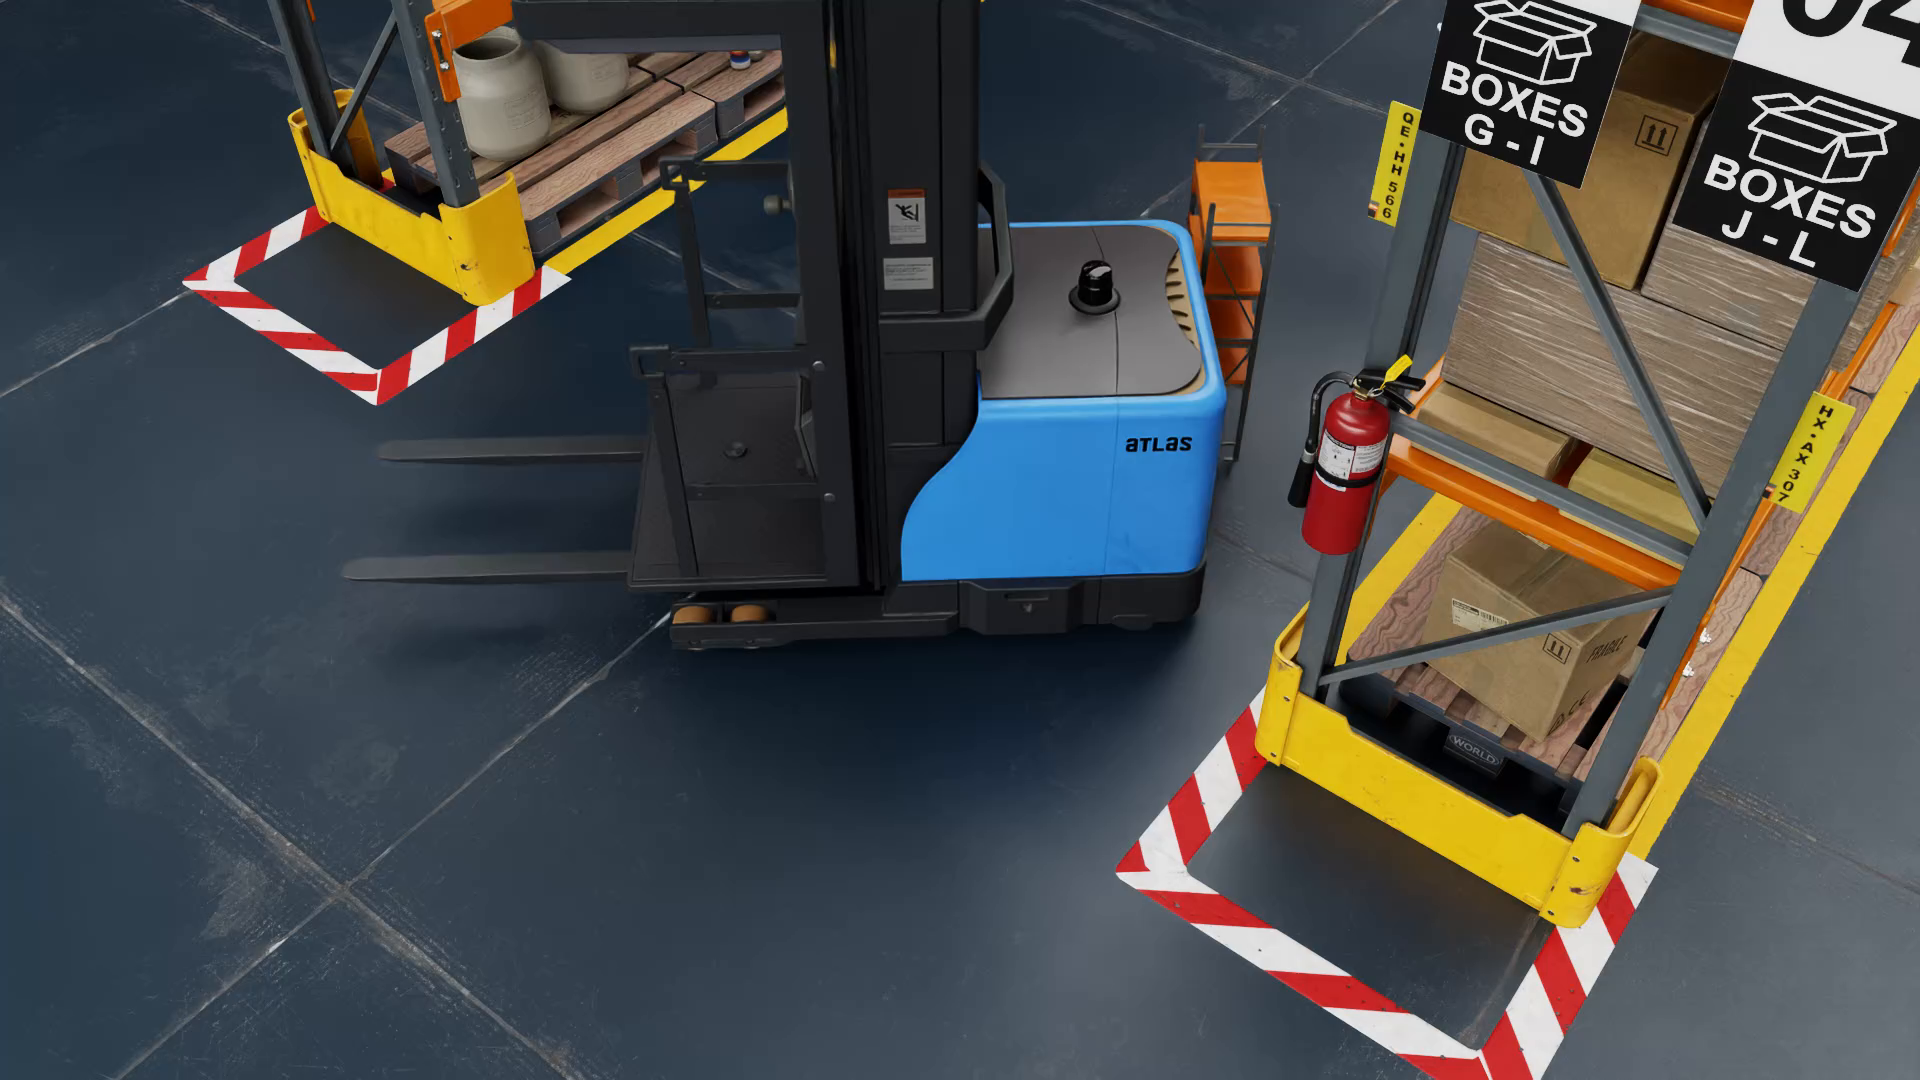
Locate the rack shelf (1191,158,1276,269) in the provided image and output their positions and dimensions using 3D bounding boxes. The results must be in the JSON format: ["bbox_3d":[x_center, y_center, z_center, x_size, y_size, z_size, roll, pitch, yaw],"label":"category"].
[{"bbox_3d":[0.981,-1.181,6.005,0.258,0.148,0.480,1,46,1],"label":"rack shelf"}]

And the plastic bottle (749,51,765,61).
[{"bbox_3d":[-1.016,-2.470,8.166,0.097,0.201,0.097,0,46,0],"label":"plastic bottle"}]

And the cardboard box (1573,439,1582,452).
[{"bbox_3d":[1.649,-0.446,4.776,0.380,0.149,0.250,29,53,25],"label":"cardboard box"}]

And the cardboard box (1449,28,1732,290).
[{"bbox_3d":[1.626,-1.043,4.205,0.500,0.500,0.500,29,53,25],"label":"cardboard box"}]

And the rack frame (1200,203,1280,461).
[{"bbox_3d":[0.975,-0.733,6.120,0.240,1.200,0.015,1,46,1],"label":"rack frame"}]

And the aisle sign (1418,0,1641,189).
[{"bbox_3d":[1.210,-1.131,3.458,0.394,0.787,0.004,29,53,25],"label":"aisle sign"}]

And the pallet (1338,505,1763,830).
[{"bbox_3d":[2.056,0.335,5.784,1.003,0.211,1.213,29,53,25],"label":"pallet"}]

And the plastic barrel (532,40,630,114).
[{"bbox_3d":[-1.786,-2.308,7.811,0.421,0.512,0.421,0,46,0],"label":"plastic barrel"}]

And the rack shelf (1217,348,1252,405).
[{"bbox_3d":[0.981,-0.726,6.481,0.258,0.148,0.480,1,46,1],"label":"rack shelf"}]

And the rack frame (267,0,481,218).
[{"bbox_3d":[-2.434,-2.326,6.397,1.000,3.000,0.127,29,53,25],"label":"rack frame"}]

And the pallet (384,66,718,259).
[{"bbox_3d":[-1.924,-1.889,7.909,1.003,0.211,1.213,29,53,25],"label":"pallet"}]

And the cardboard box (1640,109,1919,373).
[{"bbox_3d":[2.037,-0.813,3.986,0.500,0.500,0.500,29,53,25],"label":"cardboard box"}]

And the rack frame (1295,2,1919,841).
[{"bbox_3d":[1.485,-0.136,4.305,1.000,3.000,0.127,29,53,25],"label":"rack frame"}]

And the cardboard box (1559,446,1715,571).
[{"bbox_3d":[1.848,-0.107,4.451,0.380,0.149,0.250,29,53,25],"label":"cardboard box"}]

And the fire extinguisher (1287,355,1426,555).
[{"bbox_3d":[1.050,-0.247,4.465,0.296,0.674,0.183,29,53,25],"label":"fire extinguisher"}]

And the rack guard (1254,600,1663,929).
[{"bbox_3d":[1.532,0.684,5.251,1.175,0.500,0.348,29,53,25],"label":"rack guard"}]

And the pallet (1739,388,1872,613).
[{"bbox_3d":[2.803,-0.360,6.448,1.003,0.211,1.213,29,53,25],"label":"pallet"}]

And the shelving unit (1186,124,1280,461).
[{"bbox_3d":[0.981,-0.909,6.289,0.258,1.200,0.503,1,46,1],"label":"shelving unit"}]

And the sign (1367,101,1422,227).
[{"bbox_3d":[1.058,-0.902,4.018,0.100,0.325,0.005,29,53,25],"label":"sign"}]

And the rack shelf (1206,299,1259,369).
[{"bbox_3d":[0.981,-0.863,6.337,0.258,0.148,0.480,1,46,1],"label":"rack shelf"}]

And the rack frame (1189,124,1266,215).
[{"bbox_3d":[0.987,-1.086,6.457,0.240,1.200,0.015,1,46,1],"label":"rack frame"}]

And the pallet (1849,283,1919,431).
[{"bbox_3d":[3.548,-1.062,7.118,1.003,0.211,1.213,29,53,25],"label":"pallet"}]

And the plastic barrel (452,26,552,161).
[{"bbox_3d":[-2.092,-2.022,7.537,0.421,0.512,0.421,0,46,0],"label":"plastic barrel"}]

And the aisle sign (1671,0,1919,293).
[{"bbox_3d":[1.685,-0.866,3.205,0.394,0.787,0.004,29,53,25],"label":"aisle sign"}]

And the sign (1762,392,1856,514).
[{"bbox_3d":[1.915,-0.195,3.763,0.100,0.325,0.005,29,53,25],"label":"sign"}]

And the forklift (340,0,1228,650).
[{"bbox_3d":[-0.671,-1.014,5.192,3.031,2.935,1.130,-2,46,-2],"label":"forklift"}]

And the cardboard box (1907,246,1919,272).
[{"bbox_3d":[2.348,-1.096,4.256,0.500,0.500,0.500,29,53,25],"label":"cardboard box"}]

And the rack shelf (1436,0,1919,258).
[{"bbox_3d":[2.708,-2.068,4.574,1.077,0.370,4.000,29,53,25],"label":"rack shelf"}]

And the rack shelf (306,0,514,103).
[{"bbox_3d":[-1.211,-3.222,7.750,1.077,0.370,4.000,29,53,25],"label":"rack shelf"}]

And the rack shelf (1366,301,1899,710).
[{"bbox_3d":[2.708,-1.032,5.659,1.077,0.370,4.000,29,53,25],"label":"rack shelf"}]

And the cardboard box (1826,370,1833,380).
[{"bbox_3d":[2.476,-0.670,4.989,0.380,0.149,0.250,29,53,25],"label":"cardboard box"}]

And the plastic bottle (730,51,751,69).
[{"bbox_3d":[-1.079,-2.435,8.084,0.097,0.271,0.097,0,46,0],"label":"plastic bottle"}]

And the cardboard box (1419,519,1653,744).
[{"bbox_3d":[1.880,0.233,5.392,0.500,0.500,0.500,-33,54,-27],"label":"cardboard box"}]

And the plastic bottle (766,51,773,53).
[{"bbox_3d":[-0.926,-2.560,8.196,0.061,0.283,0.133,30,53,26],"label":"plastic bottle"}]

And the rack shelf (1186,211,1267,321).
[{"bbox_3d":[0.981,-1.017,6.176,0.258,0.148,0.480,1,46,1],"label":"rack shelf"}]

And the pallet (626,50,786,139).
[{"bbox_3d":[-1.178,-2.584,8.573,1.003,0.211,1.213,29,53,25],"label":"pallet"}]

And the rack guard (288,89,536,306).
[{"bbox_3d":[-2.425,-1.526,7.362,1.175,0.500,0.348,29,53,25],"label":"rack guard"}]

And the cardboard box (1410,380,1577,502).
[{"bbox_3d":[1.496,-0.303,4.639,0.380,0.149,0.250,29,53,25],"label":"cardboard box"}]

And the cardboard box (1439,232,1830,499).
[{"bbox_3d":[1.843,-0.576,4.451,0.875,0.500,0.500,29,53,25],"label":"cardboard box"}]

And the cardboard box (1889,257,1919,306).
[{"bbox_3d":[2.842,-0.922,5.230,0.380,0.149,0.250,29,53,25],"label":"cardboard box"}]
